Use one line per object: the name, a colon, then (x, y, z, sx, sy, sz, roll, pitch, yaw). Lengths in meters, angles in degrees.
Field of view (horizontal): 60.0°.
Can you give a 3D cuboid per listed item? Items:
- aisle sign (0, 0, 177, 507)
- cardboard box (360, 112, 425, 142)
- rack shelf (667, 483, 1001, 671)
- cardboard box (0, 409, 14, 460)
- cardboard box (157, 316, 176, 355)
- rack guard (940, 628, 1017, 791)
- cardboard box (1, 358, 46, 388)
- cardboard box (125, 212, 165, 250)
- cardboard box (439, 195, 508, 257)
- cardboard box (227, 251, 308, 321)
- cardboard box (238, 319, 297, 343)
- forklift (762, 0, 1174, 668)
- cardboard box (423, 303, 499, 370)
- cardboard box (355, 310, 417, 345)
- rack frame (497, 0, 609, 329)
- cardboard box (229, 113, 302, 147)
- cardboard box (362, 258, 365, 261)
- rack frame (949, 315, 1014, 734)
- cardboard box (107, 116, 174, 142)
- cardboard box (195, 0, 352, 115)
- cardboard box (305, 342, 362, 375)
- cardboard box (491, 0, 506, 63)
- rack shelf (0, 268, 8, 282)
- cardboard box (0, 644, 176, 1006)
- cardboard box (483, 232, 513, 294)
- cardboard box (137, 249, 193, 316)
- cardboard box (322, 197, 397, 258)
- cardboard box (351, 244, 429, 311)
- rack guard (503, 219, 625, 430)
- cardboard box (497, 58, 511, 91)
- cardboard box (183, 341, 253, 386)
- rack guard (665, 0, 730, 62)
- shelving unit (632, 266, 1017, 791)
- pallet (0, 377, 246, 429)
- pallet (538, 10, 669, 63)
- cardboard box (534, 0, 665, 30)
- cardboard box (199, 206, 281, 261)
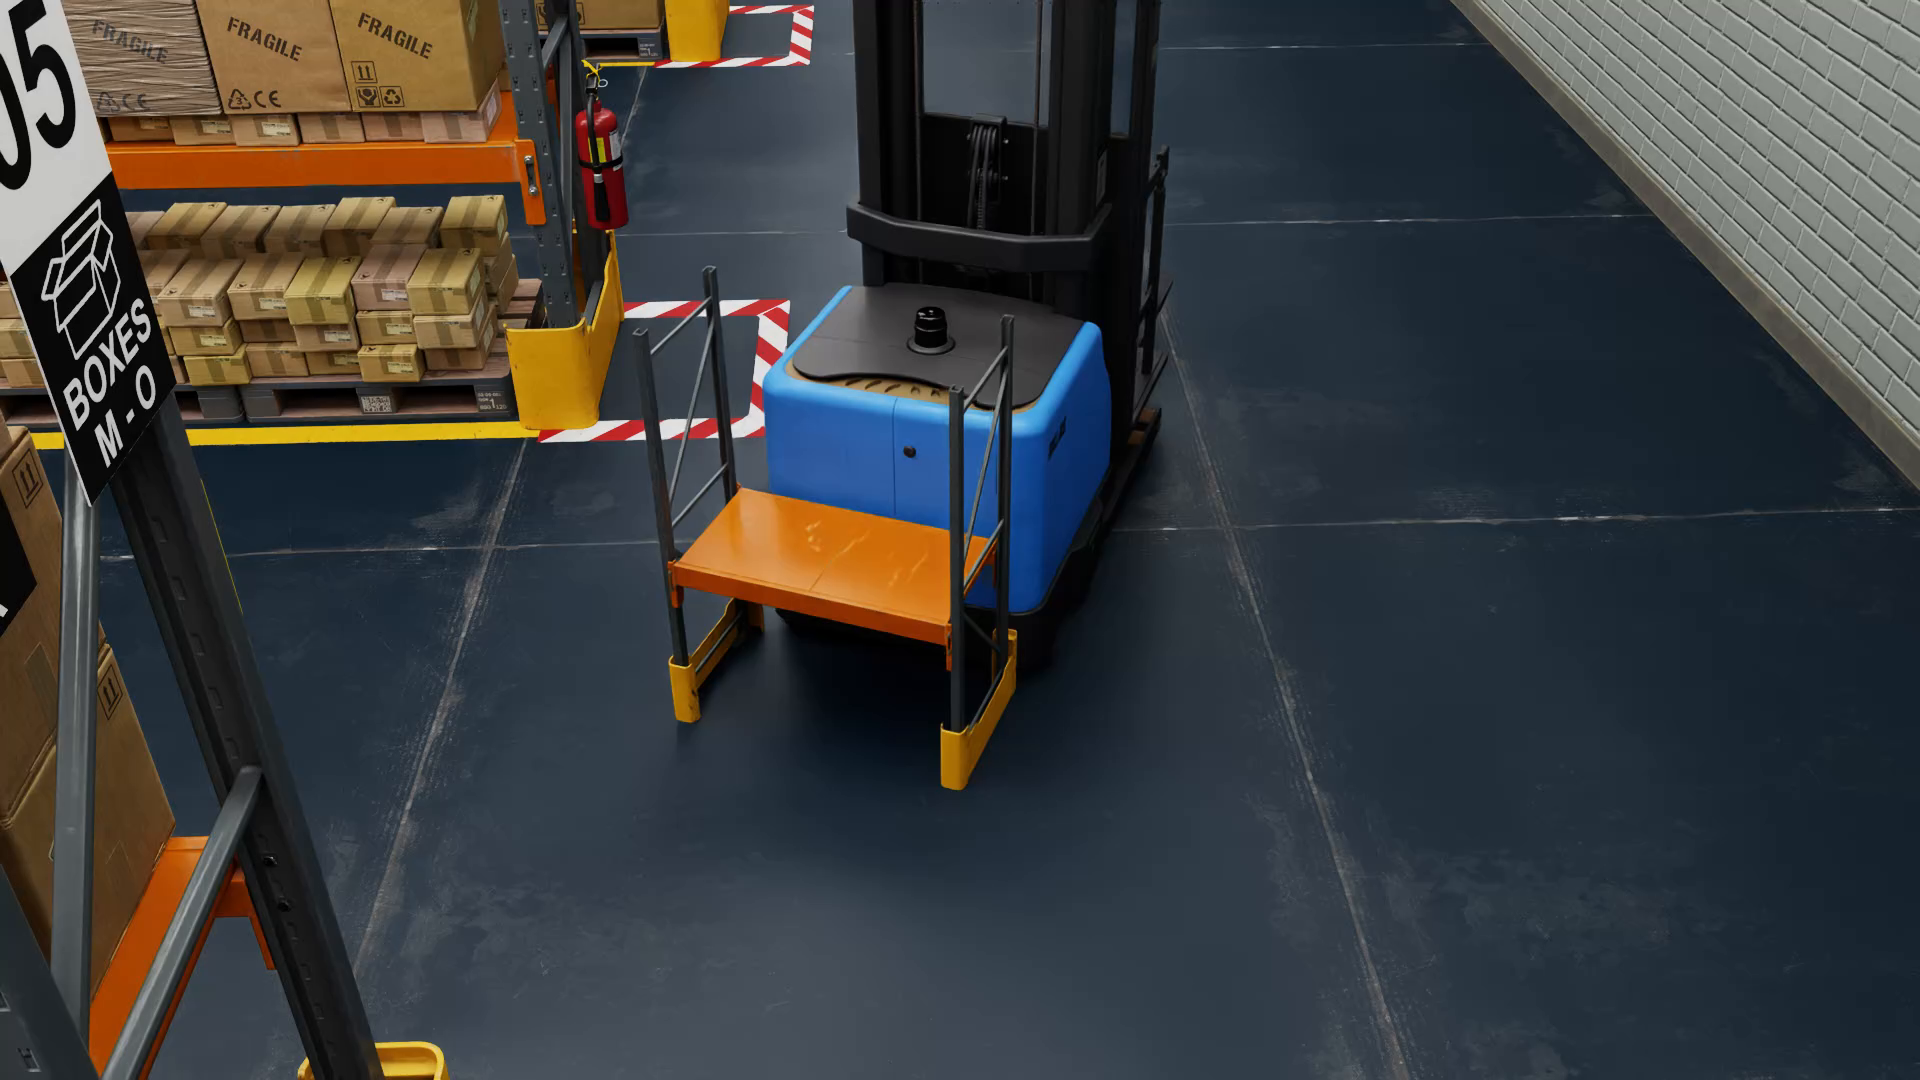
aisle sign: (-1.368, -0.488, 2.534, 0.004, 0.787, 0.394, -2, 35, -2)
cardboard box: (-2.324, -1.805, 6.943, 0.250, 0.149, 0.380, -2, 35, -2)
rack shelf: (-0.409, 0.108, 5.589, 1.000, 0.185, 0.538, 12, 37, 16)
cardboard box: (-1.794, -0.119, 2.749, 0.250, 0.149, 0.380, -1, 35, -1)
cardboard box: (-3.567, -0.977, 7.400, 0.250, 0.149, 0.380, 0, 35, 0)
rack guard: (0.069, 0.571, 5.702, 0.087, 0.250, 0.587, 12, 37, 16)
cardboard box: (-4.084, -0.841, 7.465, 0.250, 0.149, 0.380, -2, 35, -4)
cardboard box: (-3.861, -1.379, 7.720, 0.250, 0.149, 0.380, -1, 35, -2)
cardboard box: (-2.301, -1.487, 7.876, 0.250, 0.149, 0.380, -3, 35, -4)
cardboard box: (-3.046, -1.125, 7.354, 0.250, 0.149, 0.380, -3, 35, -4)
cardboard box: (-3.067, -1.046, 7.500, 0.250, 0.149, 0.380, -2, 35, -3)
forklift: (0.254, -1.581, 6.459, 1.130, 2.935, 3.031, 11, 36, 15)
cardboard box: (-2.277, -0.931, 7.595, 0.250, 0.149, 0.380, -1, 35, -1)
cardboard box: (-2.538, -1.033, 7.481, 0.250, 0.149, 0.380, -2, 35, -3)
rack frame: (-1.761, -2.063, 7.095, 0.127, 3.000, 1.000, -2, 35, -2)
cardboard box: (-2.827, -1.769, 6.892, 0.250, 0.149, 0.380, -1, 35, -1)
cardboard box: (-2.813, -1.285, 7.846, 0.250, 0.149, 0.380, -1, 35, -2)
rack frame: (0.069, 0.059, 5.344, 0.032, 1.500, 0.500, 12, 37, 16)
cardboard box: (-3.364, -1.806, 6.944, 0.250, 0.149, 0.380, -3, 35, -4)
cardboard box: (-2.713, -2.057, 6.737, 0.500, 0.500, 0.500, -2, 35, -3)
cardboard box: (-2.797, -0.908, 7.562, 0.250, 0.149, 0.380, -2, 35, -2)
cardboard box: (-2.223, -2.371, 7.191, 0.500, 0.500, 0.500, 0, 35, 0)
rack shelf: (-3.424, -0.136, 2.307, 4.000, 0.370, 1.077, -2, 35, -2)
cardboard box: (-1.919, 0.557, 3.222, 0.500, 0.500, 0.500, -2, 35, -3)
cardboard box: (-2.297, -1.318, 7.893, 0.250, 0.149, 0.380, 0, 35, 0)
cardboard box: (-3.580, -1.143, 7.378, 0.250, 0.149, 0.380, -3, 35, -4)
cardboard box: (-2.828, -1.477, 7.862, 0.250, 0.149, 0.380, -2, 35, -2)
cardboard box: (-2.532, -1.176, 7.426, 0.250, 0.149, 0.380, -1, 35, -1)
rack guard: (-1.837, -1.033, 7.804, 0.348, 0.500, 1.175, -2, 35, -2)
cardboard box: (-2.100, -2.137, 7.423, 0.250, 0.149, 0.380, -2, 35, -3)
cardboard box: (-3.295, -0.851, 7.481, 0.250, 0.149, 0.380, -3, 35, -4)
rack guard: (-1.871, -3.858, 11.885, 0.348, 0.500, 1.175, -2, 35, -2)
shelving unit: (-0.401, -0.038, 5.484, 1.083, 1.500, 0.587, 12, 37, 16)
pallet: (-3.866, -0.881, 7.838, 1.213, 0.211, 1.003, -2, 35, -2)
pallet: (-2.690, -3.672, 11.871, 1.213, 0.211, 1.003, -2, 35, -2)
cardboard box: (-2.530, -4.121, 11.568, 0.875, 0.875, 0.875, -2, 35, -2)
cardboard box: (-3.349, -1.421, 7.781, 0.250, 0.149, 0.380, 0, 35, 0)
